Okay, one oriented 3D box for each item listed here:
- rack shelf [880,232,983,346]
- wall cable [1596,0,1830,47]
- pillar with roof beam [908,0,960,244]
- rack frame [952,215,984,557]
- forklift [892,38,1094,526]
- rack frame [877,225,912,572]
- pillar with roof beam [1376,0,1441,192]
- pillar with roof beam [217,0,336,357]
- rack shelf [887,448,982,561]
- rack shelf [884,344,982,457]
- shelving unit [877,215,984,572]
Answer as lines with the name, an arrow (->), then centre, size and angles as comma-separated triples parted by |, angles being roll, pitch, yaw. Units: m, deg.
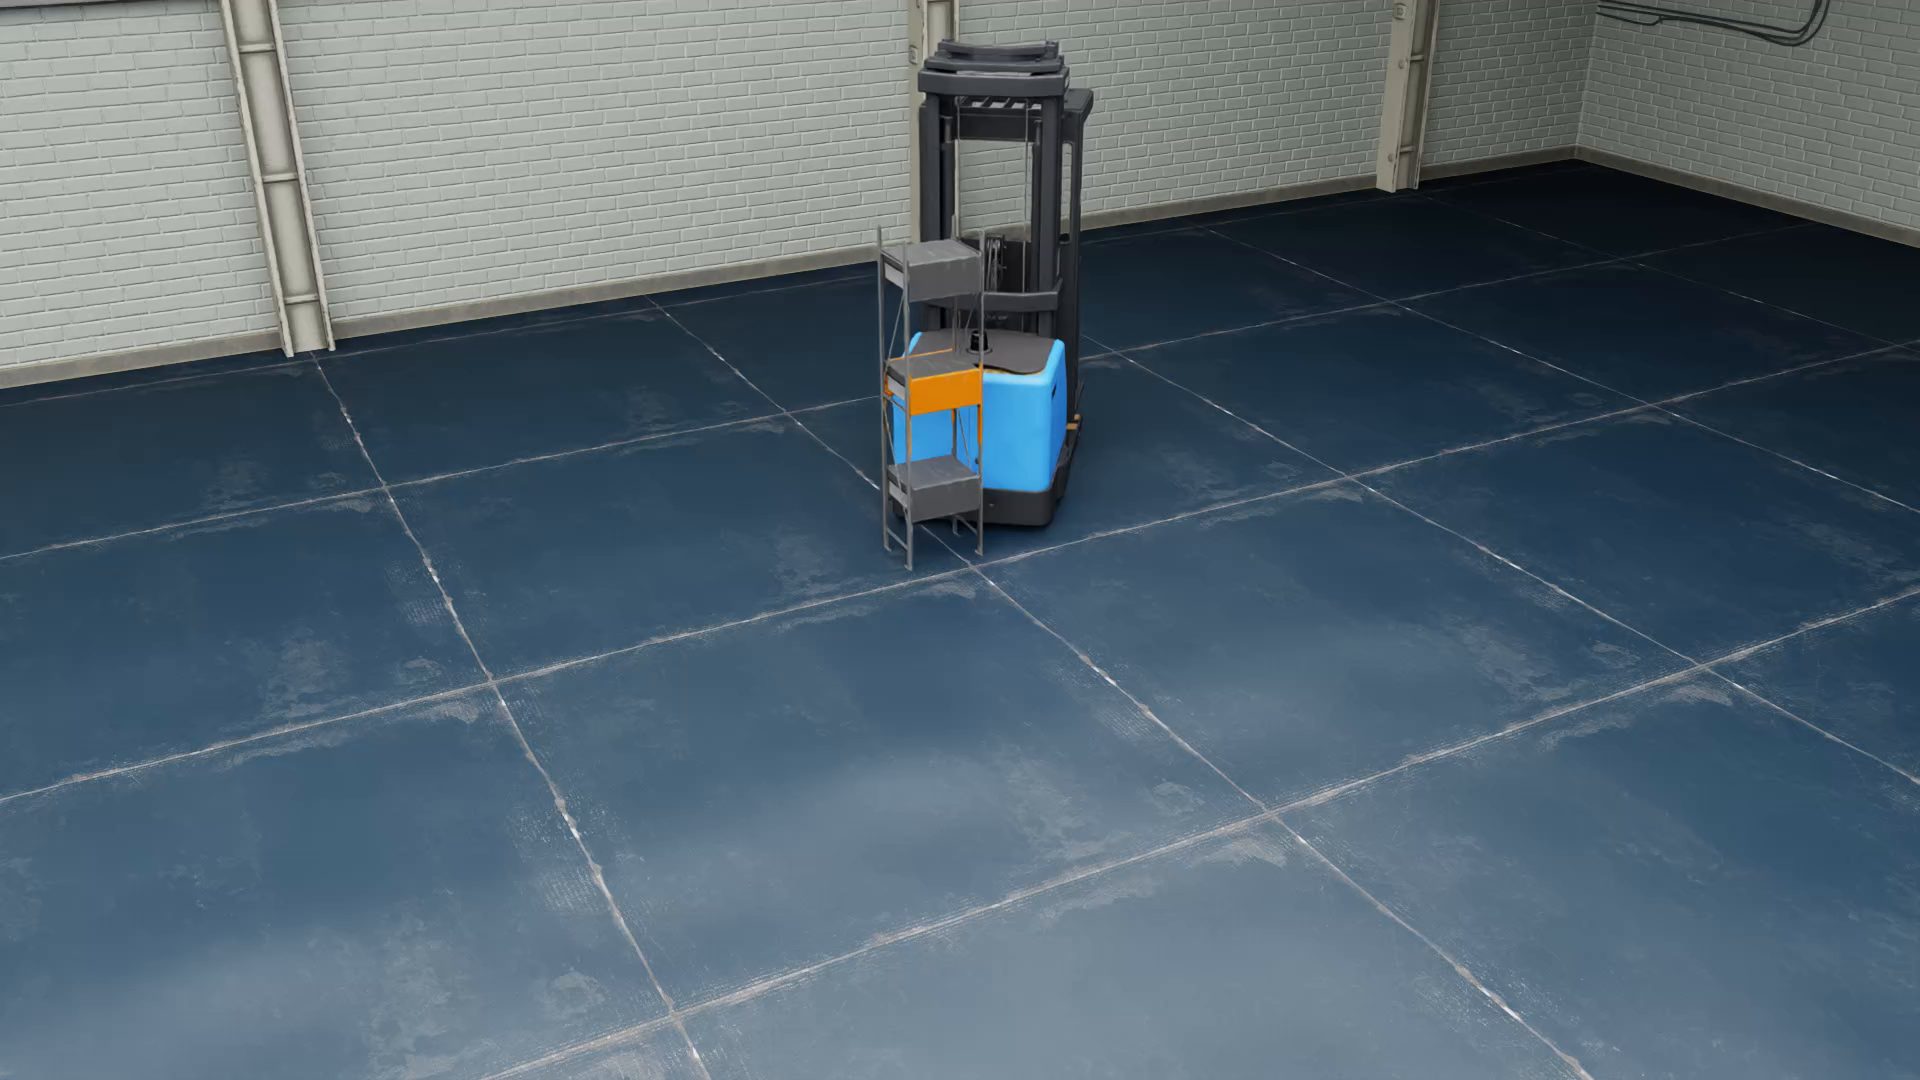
rack shelf -> -0.173, -1.489, 9.839 | 0.480, 0.518, 0.431 | -12, 28, -23
wall cable -> 8.268, -6.828, 18.163 | 0.112, 2.526, 3.097 | -13, 29, -25
pillar with roof beam -> 1.778, -5.267, 11.323 | 0.400, 9.000, 9.100 | -13, 29, -25
rack frame -> 0.046, -0.916, 10.233 | 0.015, 2.100, 0.400 | -12, 28, -23
forklift -> 0.312, -2.025, 11.581 | 1.130, 2.935, 3.031 | 4, 26, 9
rack frame -> -0.392, -0.823, 10.039 | 0.015, 2.100, 0.400 | -12, 28, -23
pillar with roof beam -> 7.072, -6.489, 13.868 | 0.400, 9.000, 9.100 | -13, 29, -25
pillar with roof beam -> -3.516, -4.045, 8.778 | 0.400, 9.000, 9.100 | -13, 29, -25
rack shelf -> -0.173, -0.226, 10.445 | 0.480, 0.518, 0.431 | -12, 28, -23
rack shelf -> -0.173, -0.858, 10.142 | 0.480, 0.518, 0.431 | -12, 28, -23
shelving unit -> -0.173, -0.870, 10.136 | 0.503, 2.100, 0.431 | -12, 28, -23
